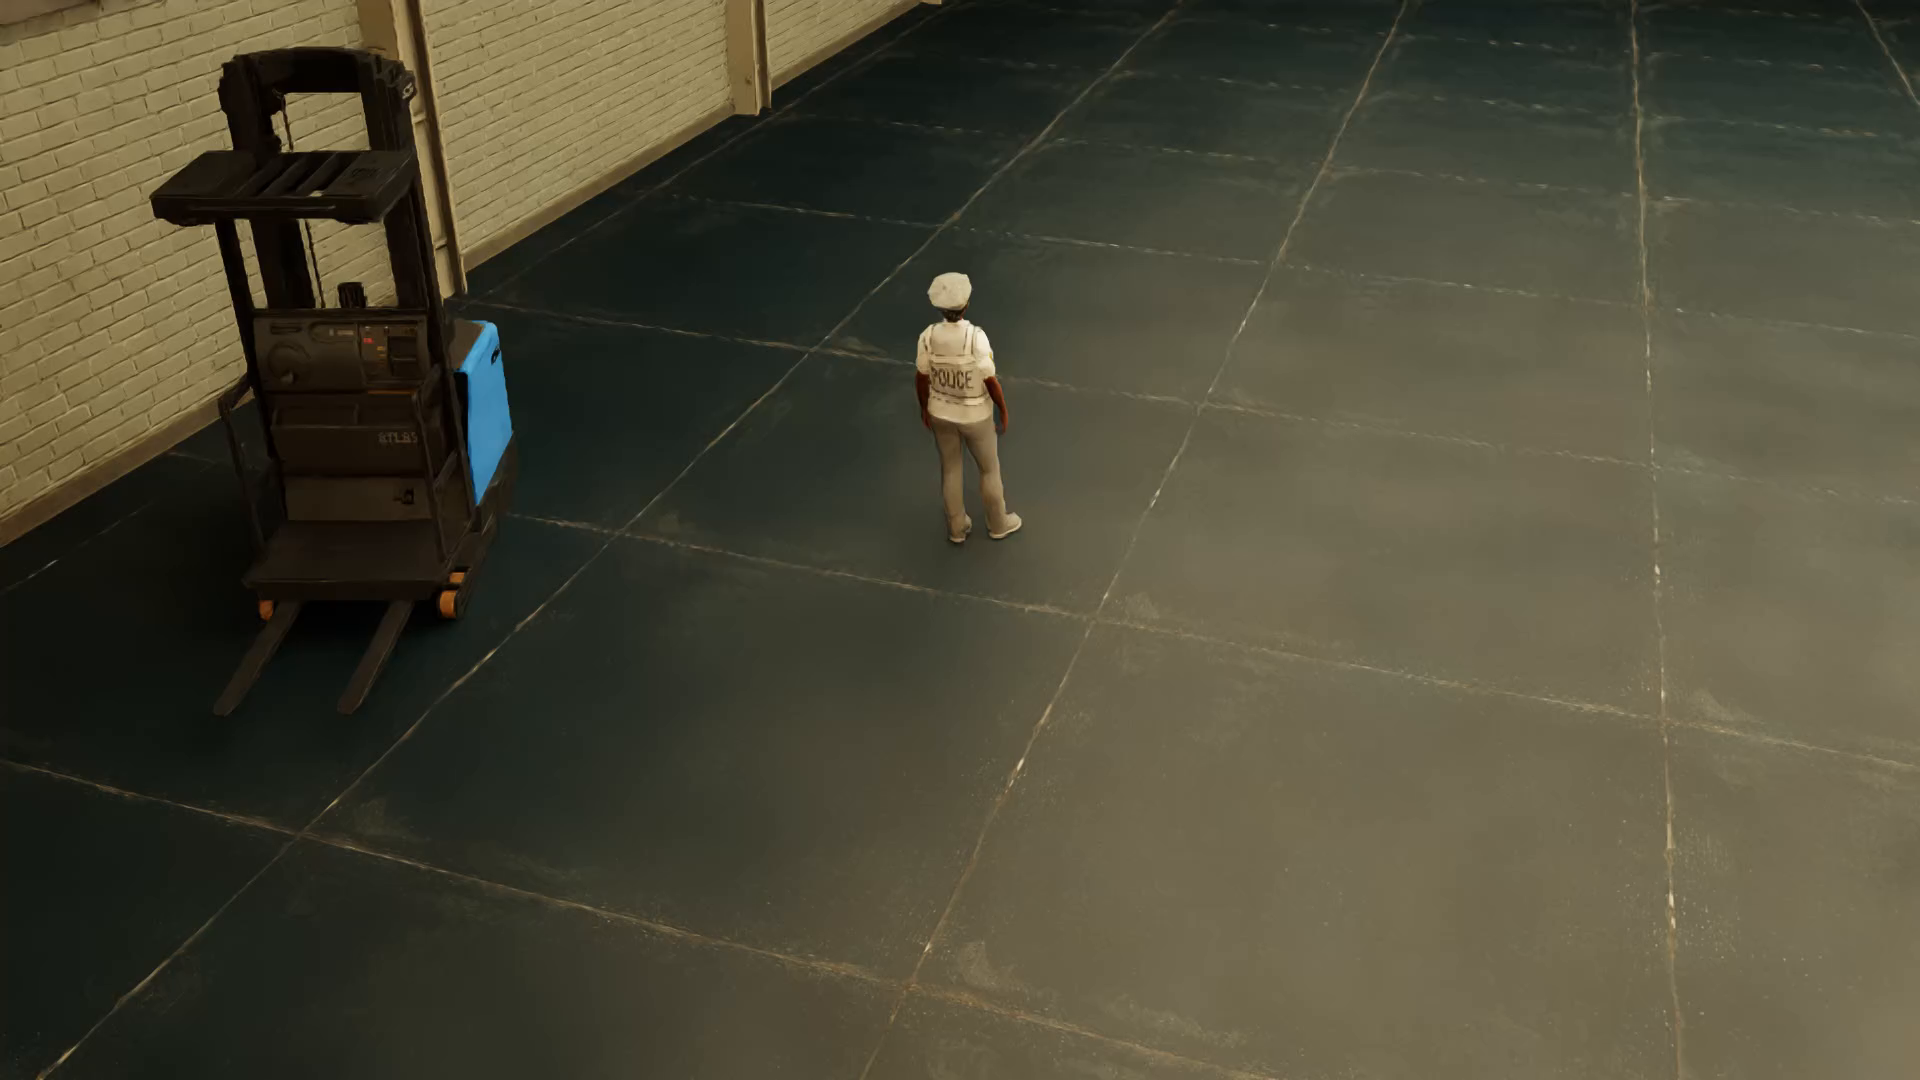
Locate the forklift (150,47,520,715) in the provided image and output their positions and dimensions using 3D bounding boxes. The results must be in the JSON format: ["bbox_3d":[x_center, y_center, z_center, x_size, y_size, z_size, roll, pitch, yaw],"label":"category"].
[{"bbox_3d":[-3.350,-0.978,8.852,1.130,2.935,3.031,-1,30,-1],"label":"forklift"}]

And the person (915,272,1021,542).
[{"bbox_3d":[0.043,-0.775,9.729,0.570,1.695,0.529,10,31,16],"label":"person"}]
